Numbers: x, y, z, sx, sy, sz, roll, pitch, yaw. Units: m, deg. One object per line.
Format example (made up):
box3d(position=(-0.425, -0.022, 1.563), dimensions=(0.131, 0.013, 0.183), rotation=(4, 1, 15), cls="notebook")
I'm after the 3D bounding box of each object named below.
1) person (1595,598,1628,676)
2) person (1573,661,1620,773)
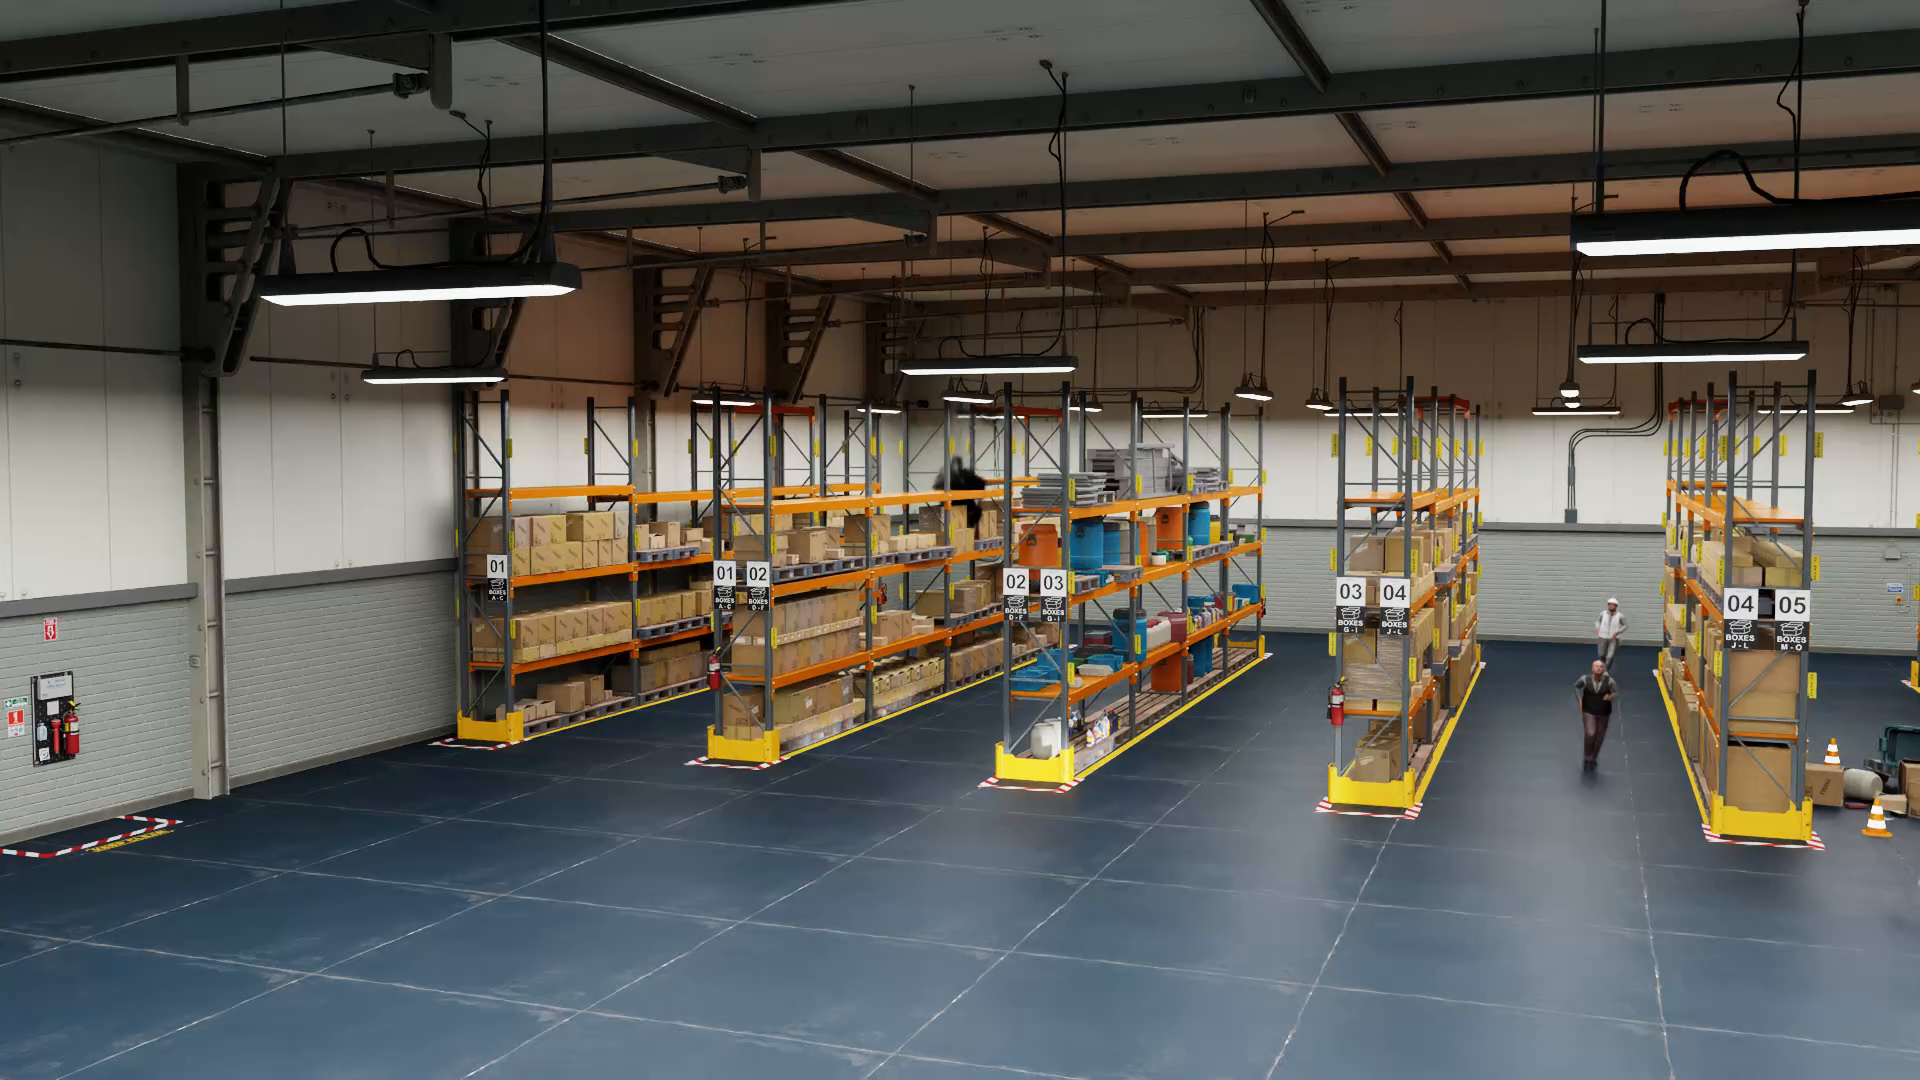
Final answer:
box3d(position=(14.274, 2.139, 36.474), dimensions=(0.685, 1.730, 0.547), rotation=(2, 4, 31), cls="person")
box3d(position=(9.885, 2.734, 25.828), dimensions=(0.640, 1.747, 0.786), rotation=(1, 3, 11), cls="person")
